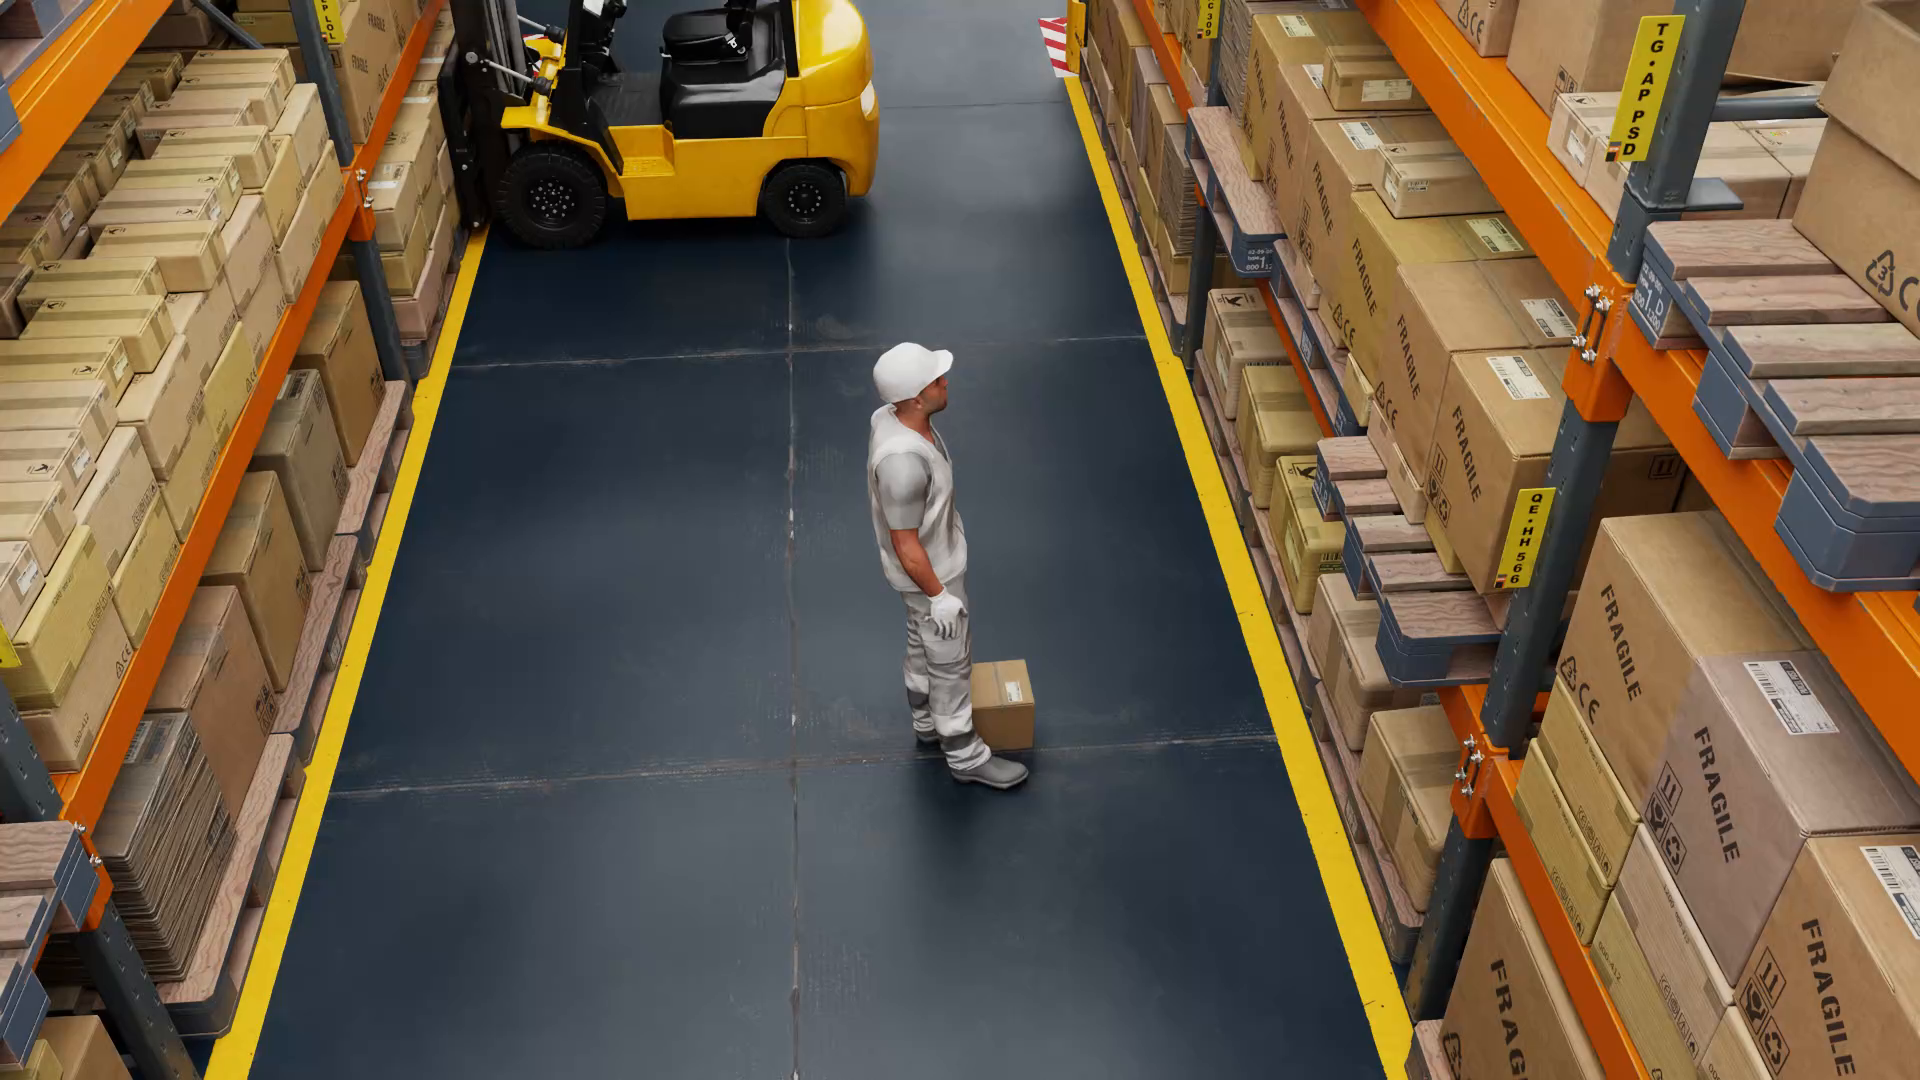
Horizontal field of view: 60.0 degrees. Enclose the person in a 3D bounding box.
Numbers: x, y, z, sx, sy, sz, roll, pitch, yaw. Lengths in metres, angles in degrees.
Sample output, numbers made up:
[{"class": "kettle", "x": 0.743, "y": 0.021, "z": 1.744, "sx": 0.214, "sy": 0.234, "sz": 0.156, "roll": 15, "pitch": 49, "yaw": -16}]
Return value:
[{"class": "person", "x": -0.040, "y": 0.080, "z": 6.019, "sx": 0.565, "sy": 1.787, "sz": 0.637, "roll": -3, "pitch": 39, "yaw": -4}]
